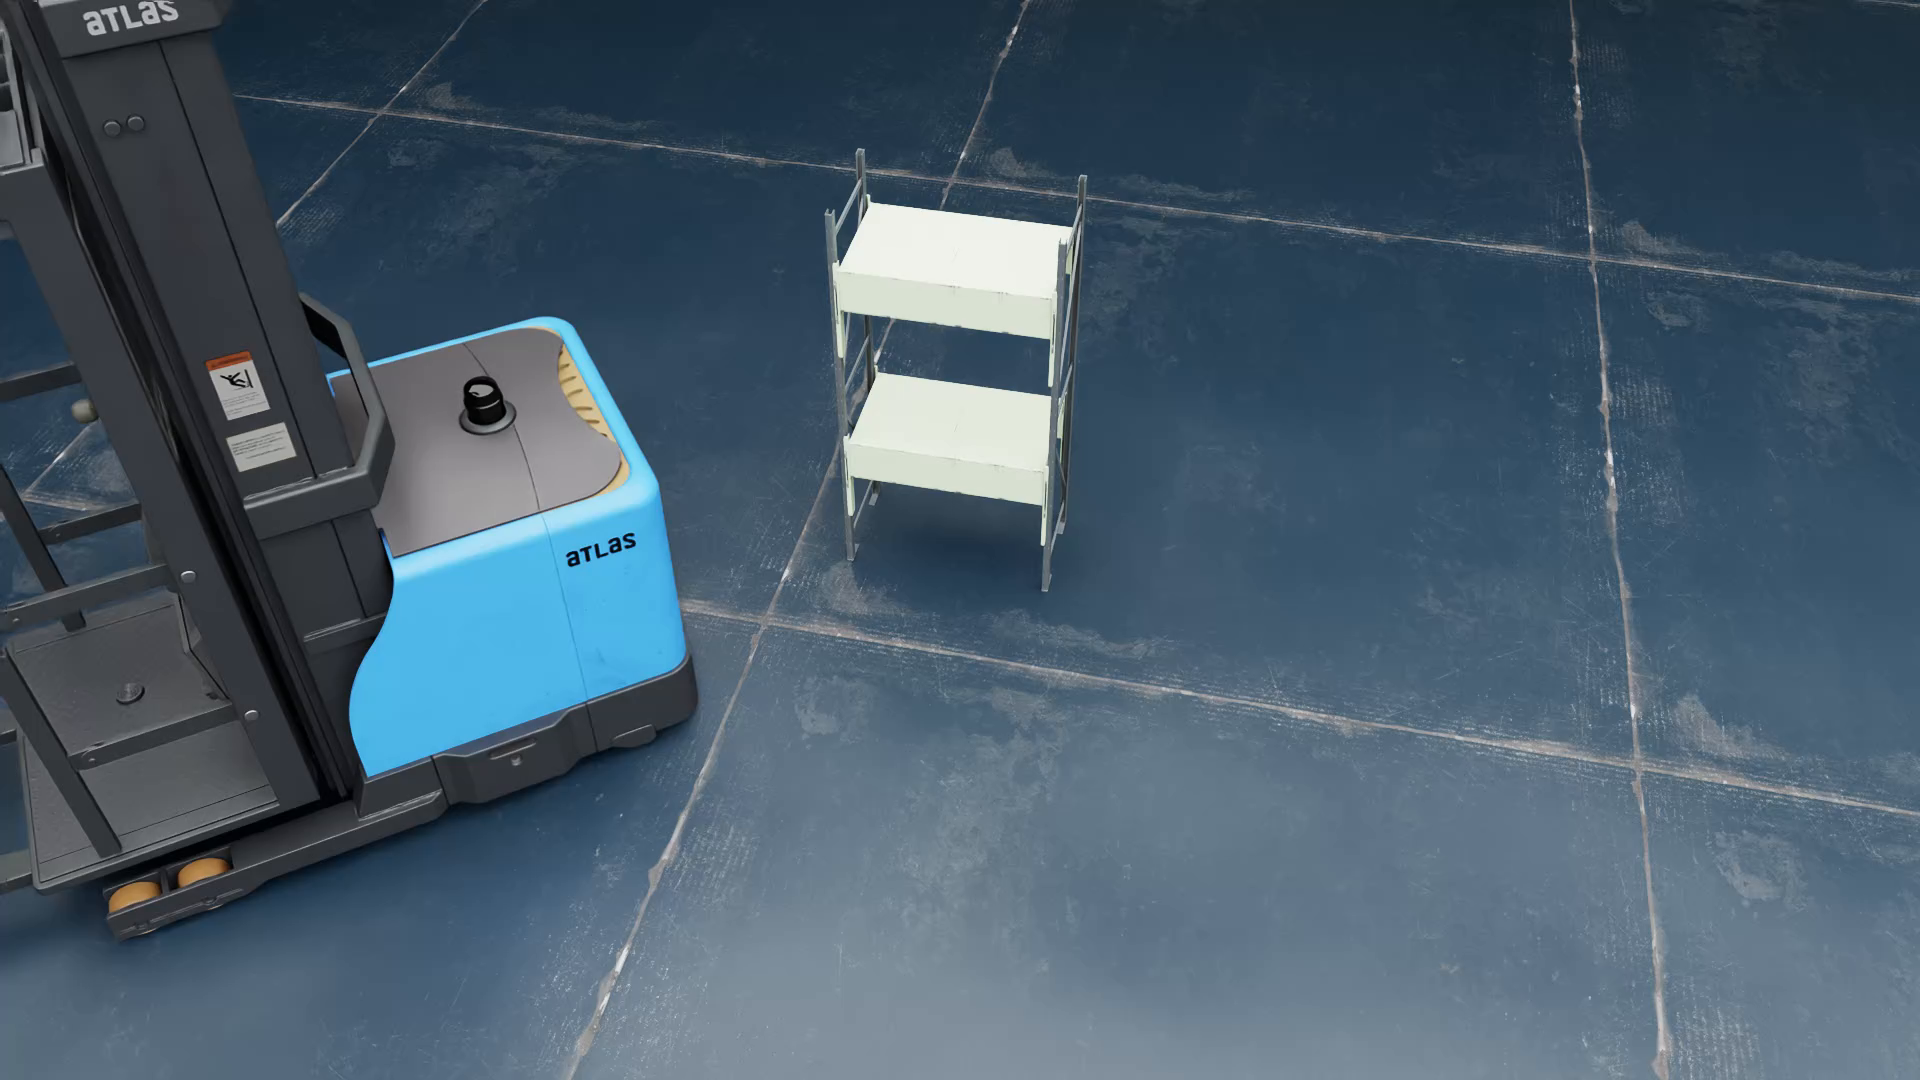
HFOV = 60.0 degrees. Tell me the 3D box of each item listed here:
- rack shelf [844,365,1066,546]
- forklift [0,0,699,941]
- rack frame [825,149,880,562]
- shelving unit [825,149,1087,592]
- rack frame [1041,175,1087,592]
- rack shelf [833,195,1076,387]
[{"bbox_3d":[-0.007,-0.306,5.957,0.720,0.370,0.431,9,45,9],"label":"rack shelf"},{"bbox_3d":[-2.432,-0.288,4.436,3.031,2.935,1.130,-19,47,-19],"label":"forklift"},{"bbox_3d":[-0.364,-0.597,5.789,0.023,1.500,0.400,9,45,9],"label":"rack frame"},{"bbox_3d":[-0.007,-0.541,5.731,0.755,1.500,0.431,9,45,9],"label":"shelving unit"},{"bbox_3d":[0.351,-0.486,5.673,0.023,1.500,0.400,9,45,9],"label":"rack frame"},{"bbox_3d":[-0.007,-0.823,5.460,0.720,0.370,0.431,9,45,9],"label":"rack shelf"}]
